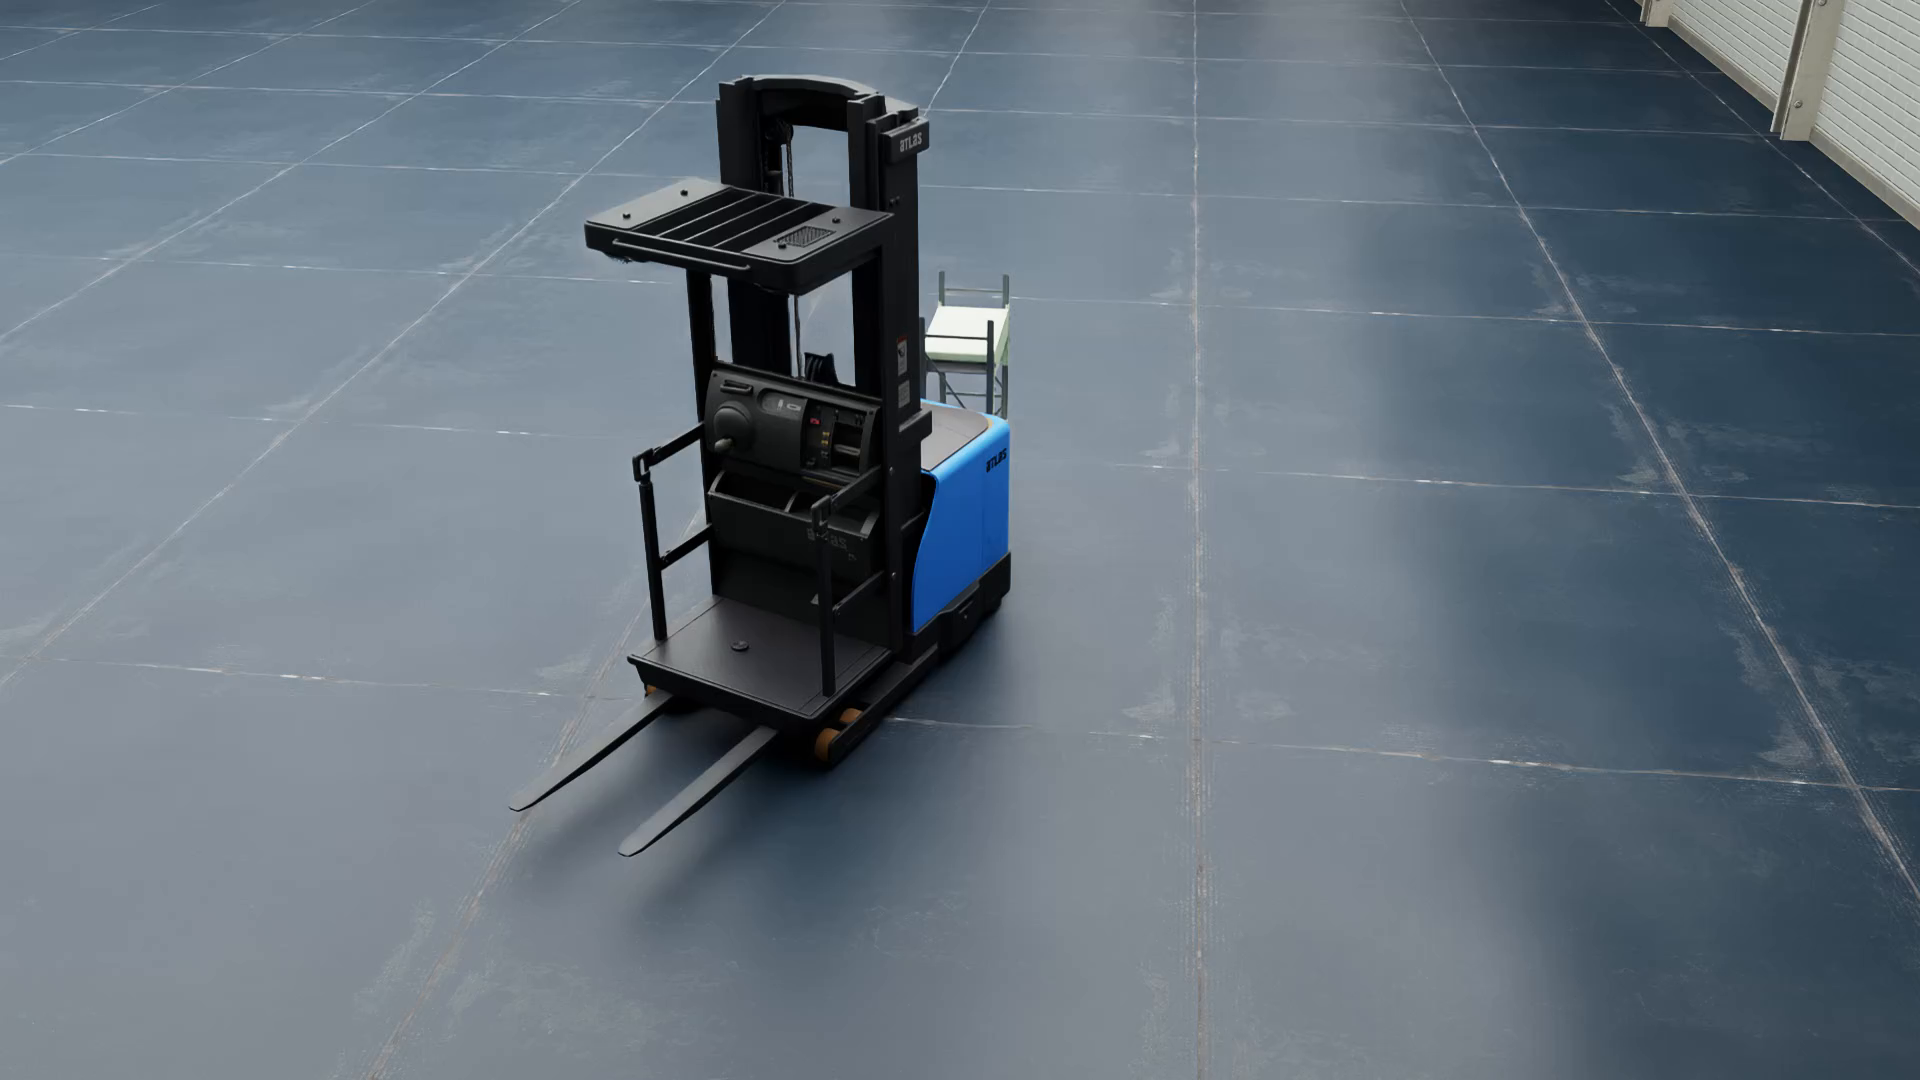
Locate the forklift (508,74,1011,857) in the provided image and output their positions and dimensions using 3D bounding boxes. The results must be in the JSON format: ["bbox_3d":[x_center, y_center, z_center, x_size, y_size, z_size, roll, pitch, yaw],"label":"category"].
[{"bbox_3d":[-0.898,-0.489,7.567,1.130,2.935,3.031,15,32,26],"label":"forklift"}]

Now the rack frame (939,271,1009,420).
[{"bbox_3d":[0.079,-0.848,9.743,0.400,1.500,0.023,4,29,7],"label":"rack frame"}]

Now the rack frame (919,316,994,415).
[{"bbox_3d":[-0.021,-0.504,9.105,0.400,1.500,0.023,4,29,7],"label":"rack frame"}]

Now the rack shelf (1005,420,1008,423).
[{"bbox_3d":[0.029,-0.389,9.579,0.431,0.370,0.720,4,29,7],"label":"rack shelf"}]

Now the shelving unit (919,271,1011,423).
[{"bbox_3d":[0.029,-0.676,9.424,0.431,1.500,0.755,4,29,7],"label":"shelving unit"}]

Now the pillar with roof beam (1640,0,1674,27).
[{"bbox_3d":[5.342,-11.359,21.346,9.100,9.000,0.400,3,28,6],"label":"pillar with roof beam"}]

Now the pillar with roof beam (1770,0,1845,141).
[{"bbox_3d":[4.607,-8.534,16.104,9.100,9.000,0.400,3,28,6],"label":"pillar with roof beam"}]

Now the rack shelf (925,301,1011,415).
[{"bbox_3d":[0.029,-1.020,9.239,0.431,0.370,0.720,4,29,7],"label":"rack shelf"}]
